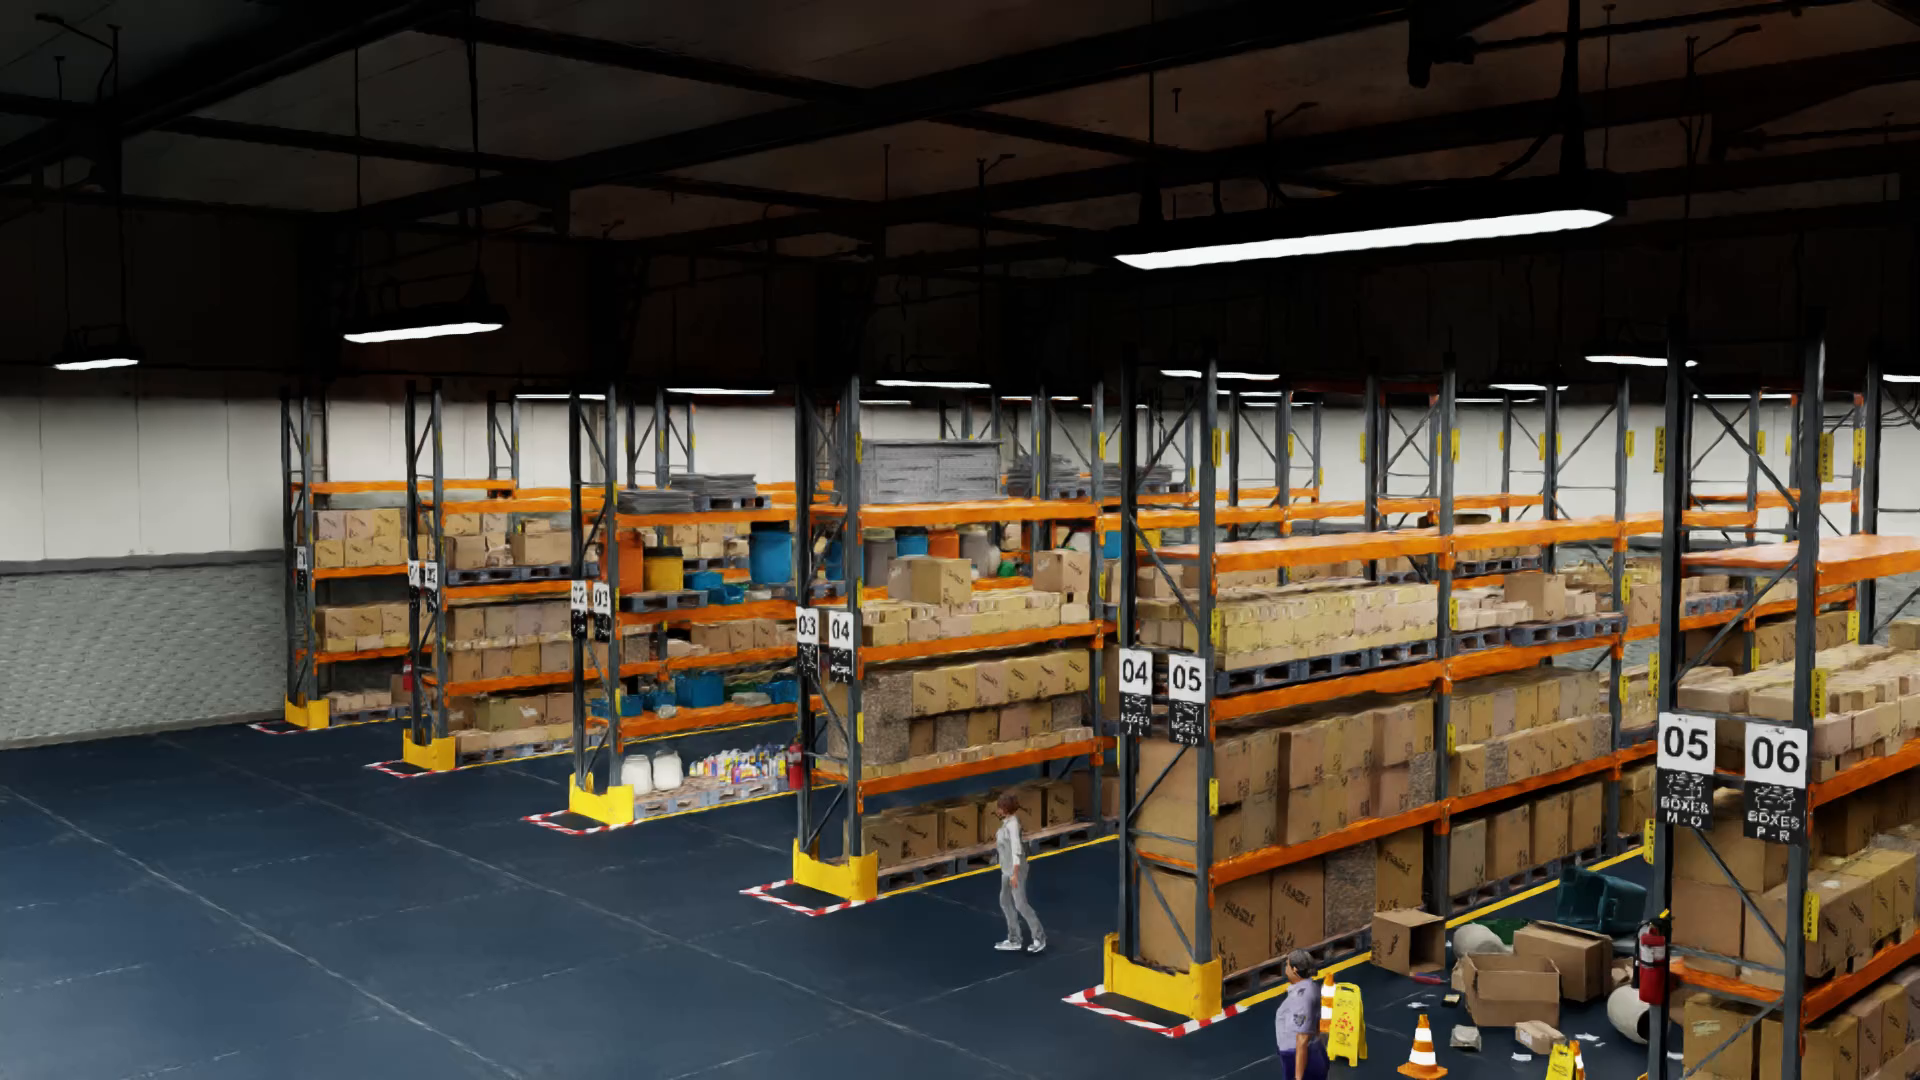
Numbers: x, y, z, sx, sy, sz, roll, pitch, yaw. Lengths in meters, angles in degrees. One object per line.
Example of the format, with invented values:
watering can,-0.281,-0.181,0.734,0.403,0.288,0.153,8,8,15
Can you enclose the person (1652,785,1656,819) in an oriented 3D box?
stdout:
person,7.717,3.111,17.896,0.655,1.785,0.577,-1,4,-13

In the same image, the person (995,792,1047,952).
person,0.607,3.316,16.620,0.511,1.584,0.464,0,4,-5

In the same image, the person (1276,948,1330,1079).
person,2.416,3.627,11.385,0.530,1.636,0.594,1,4,19
